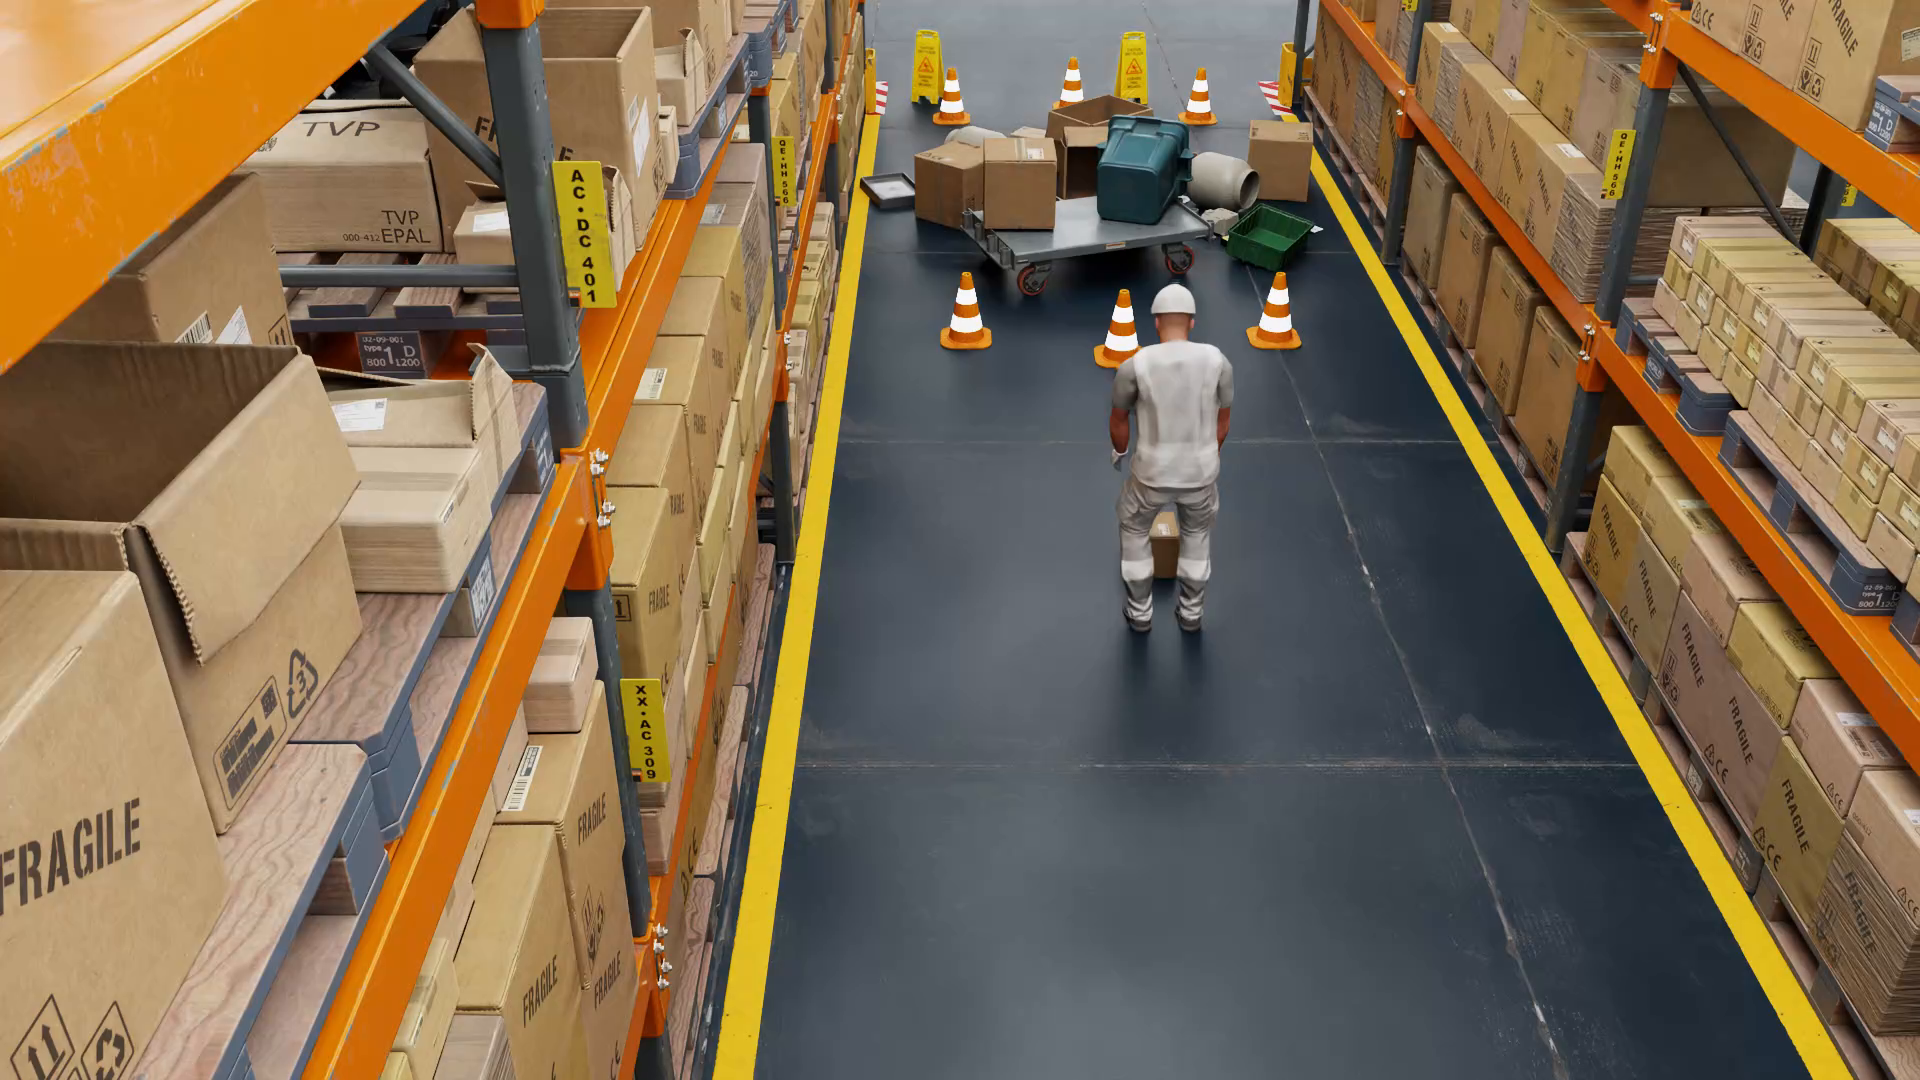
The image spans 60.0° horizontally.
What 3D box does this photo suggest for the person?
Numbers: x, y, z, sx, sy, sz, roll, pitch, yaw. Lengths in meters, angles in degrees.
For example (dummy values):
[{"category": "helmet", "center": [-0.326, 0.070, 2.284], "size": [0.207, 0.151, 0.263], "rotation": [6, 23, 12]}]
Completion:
[{"category": "person", "center": [13.443, -4.642, 14.889], "size": [25.168, 1.658, 17.615], "rotation": [1, 31, 1]}]
